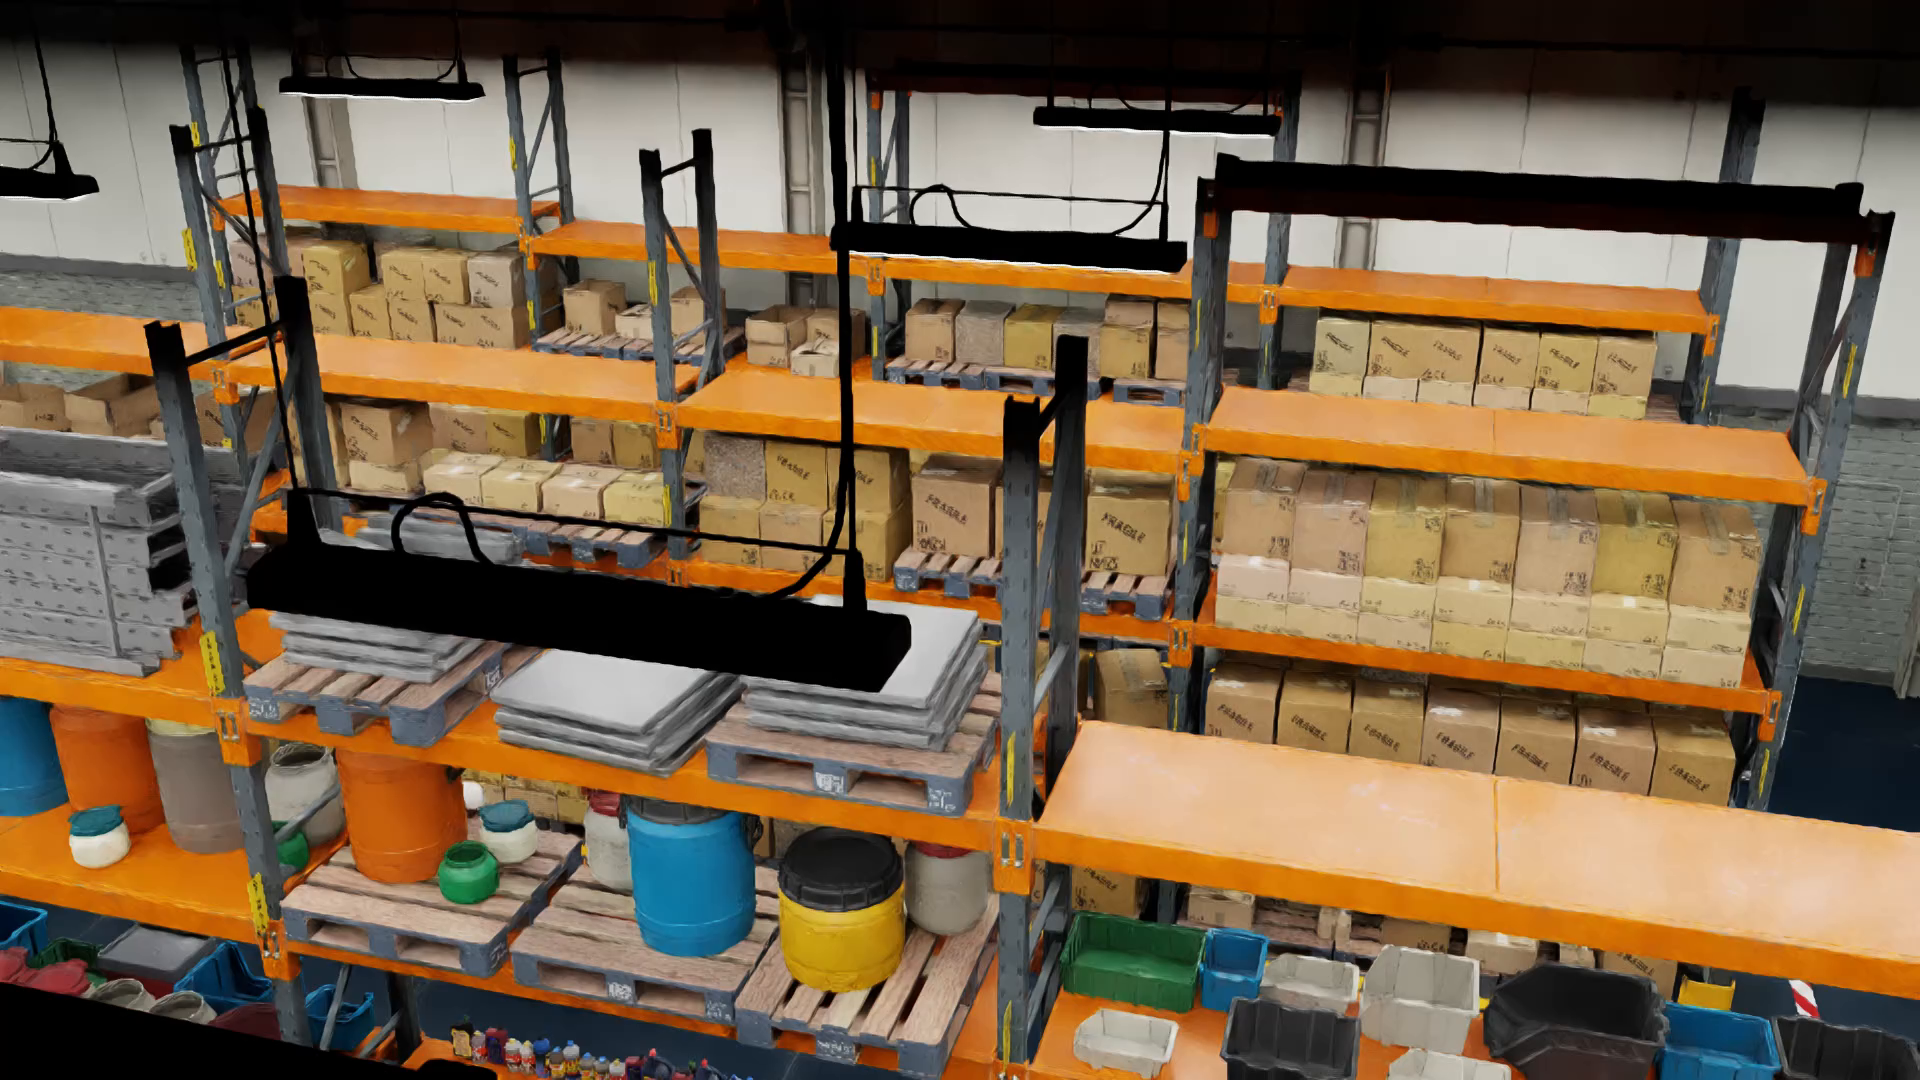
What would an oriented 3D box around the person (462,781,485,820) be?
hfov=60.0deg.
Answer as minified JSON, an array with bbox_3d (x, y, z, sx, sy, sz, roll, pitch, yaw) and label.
[{"bbox_3d":[-3.536,2.574,12.325,1.042,1.732,0.579,6,23,14],"label":"person"}]

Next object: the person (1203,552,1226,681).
[{"bbox_3d":[2.485,0.913,16.342,1.115,1.668,0.547,5,23,12],"label":"person"}]

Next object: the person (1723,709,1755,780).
[{"bbox_3d":[6.995,1.477,15.193,0.938,1.540,0.430,6,23,14],"label":"person"}]
